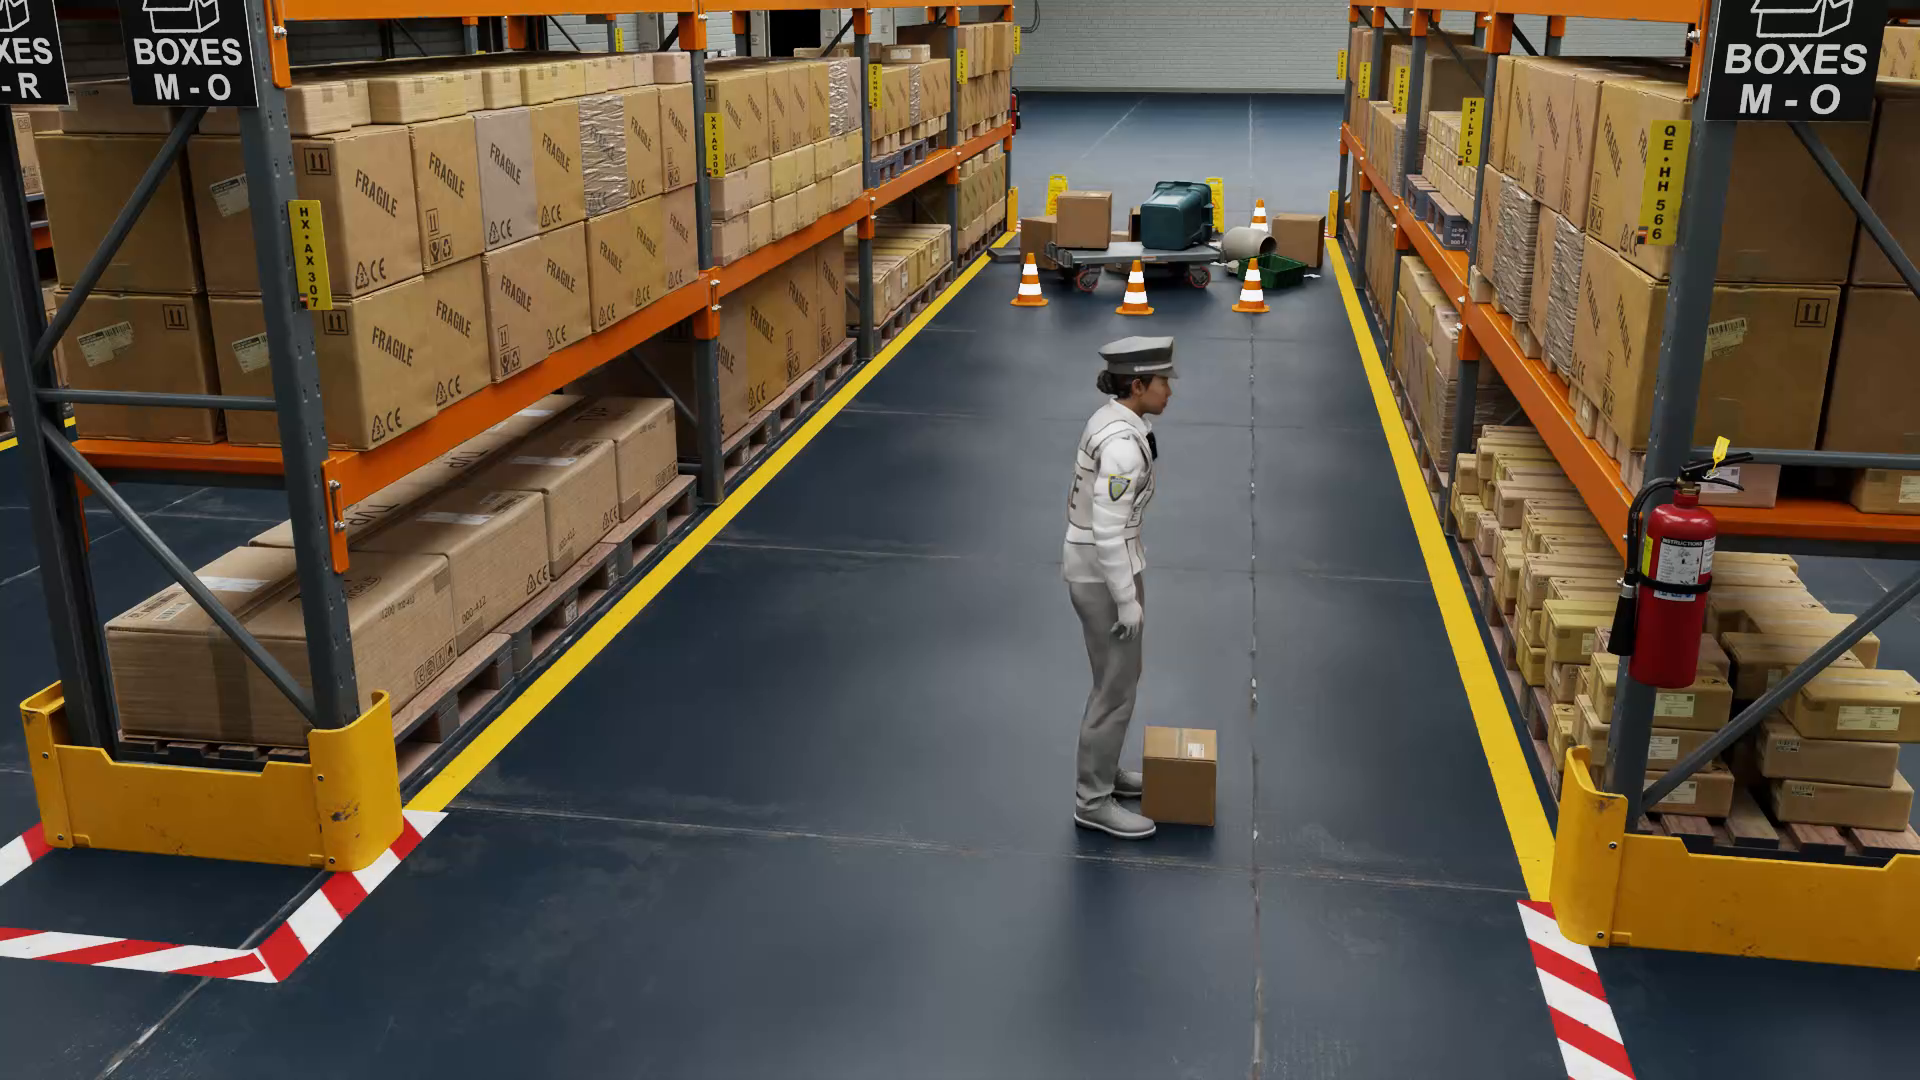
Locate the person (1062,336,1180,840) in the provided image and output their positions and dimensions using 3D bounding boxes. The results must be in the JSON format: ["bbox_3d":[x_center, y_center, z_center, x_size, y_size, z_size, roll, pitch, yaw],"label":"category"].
[{"bbox_3d":[0.529,0.137,5.622,0.370,1.666,0.545,2,18,6],"label":"person"}]
